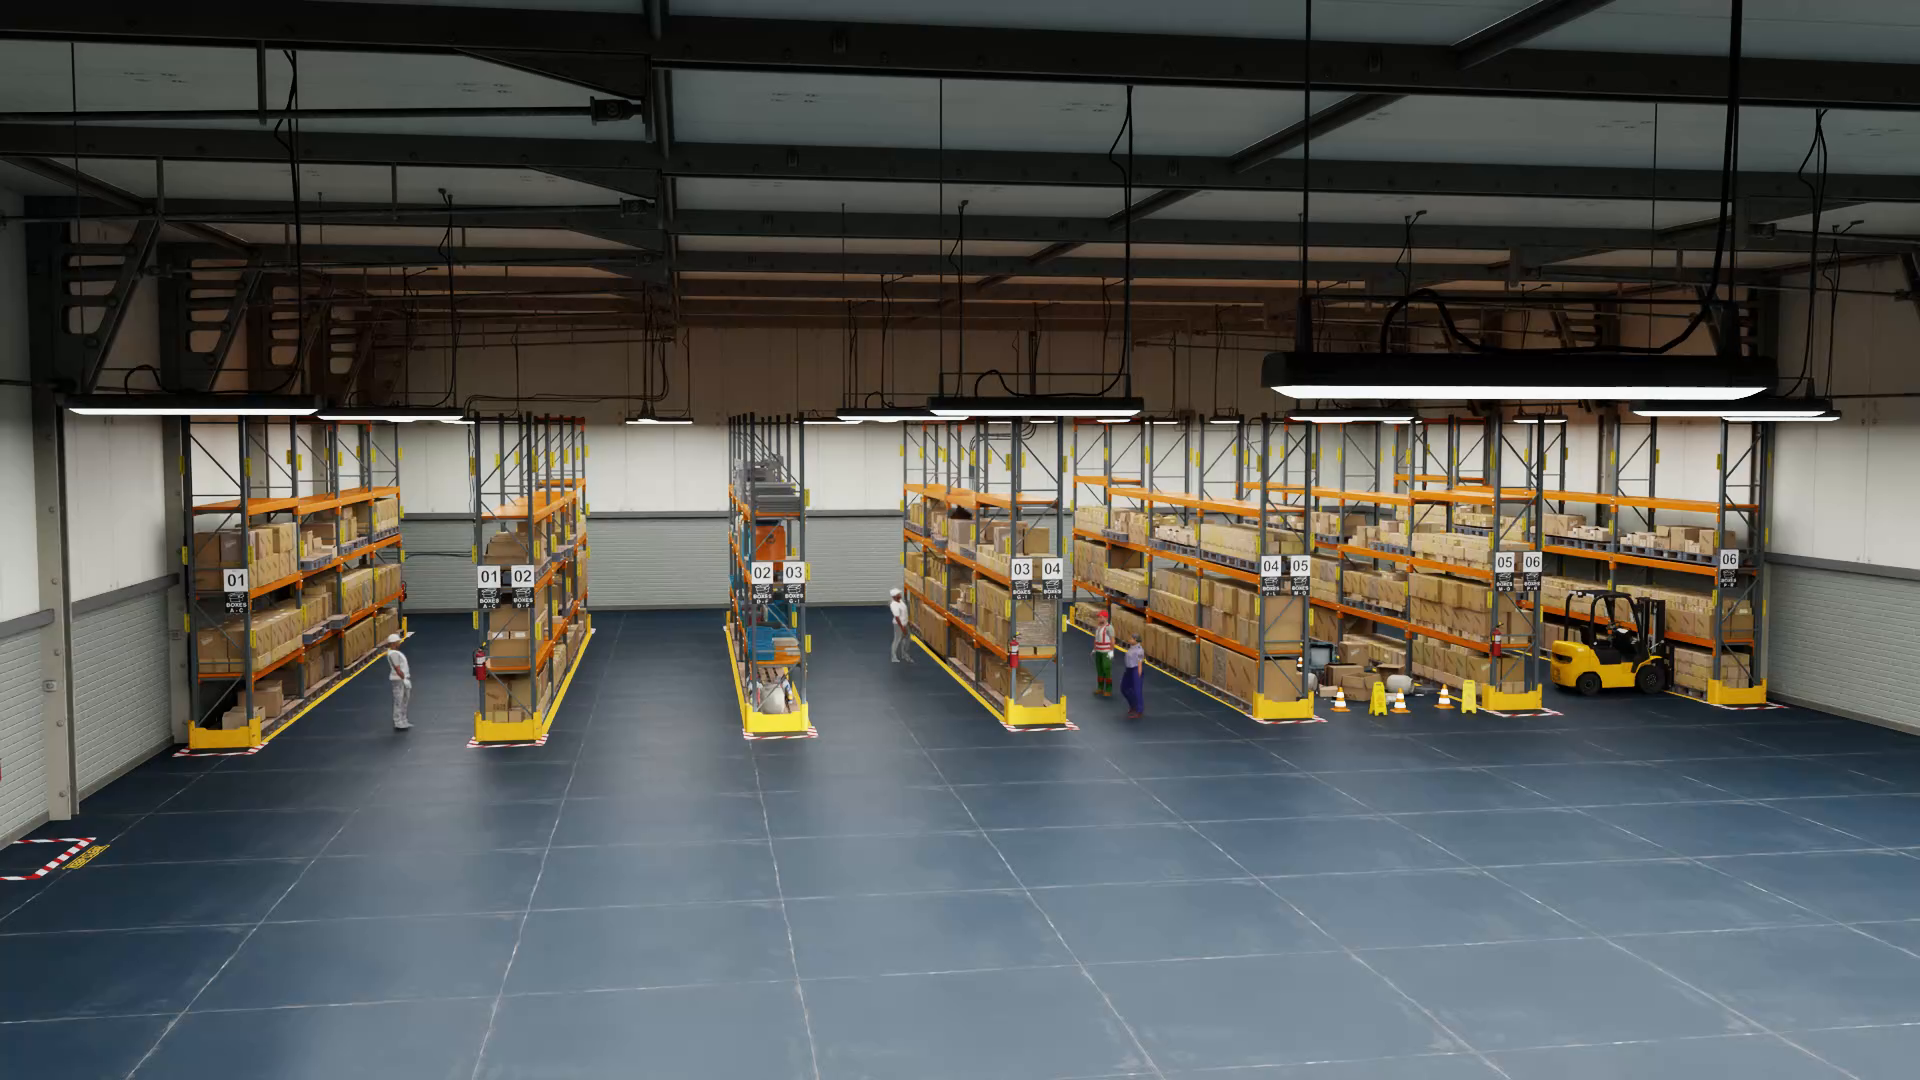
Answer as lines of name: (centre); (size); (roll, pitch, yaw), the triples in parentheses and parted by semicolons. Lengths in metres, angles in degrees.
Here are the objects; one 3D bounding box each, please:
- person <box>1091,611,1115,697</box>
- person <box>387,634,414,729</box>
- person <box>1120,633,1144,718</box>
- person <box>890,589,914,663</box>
person: (3.042, 2.412, 35.540); (0.361, 1.812, 0.594); (-3, 5, -33)
person: (-10.650, 2.691, 31.686); (0.597, 1.821, 0.655); (0, 4, 3)
person: (3.435, 2.666, 32.867); (0.390, 1.675, 0.542); (-2, 4, -23)
person: (-1.362, 2.023, 39.151); (0.465, 1.790, 0.713); (2, 4, 21)
